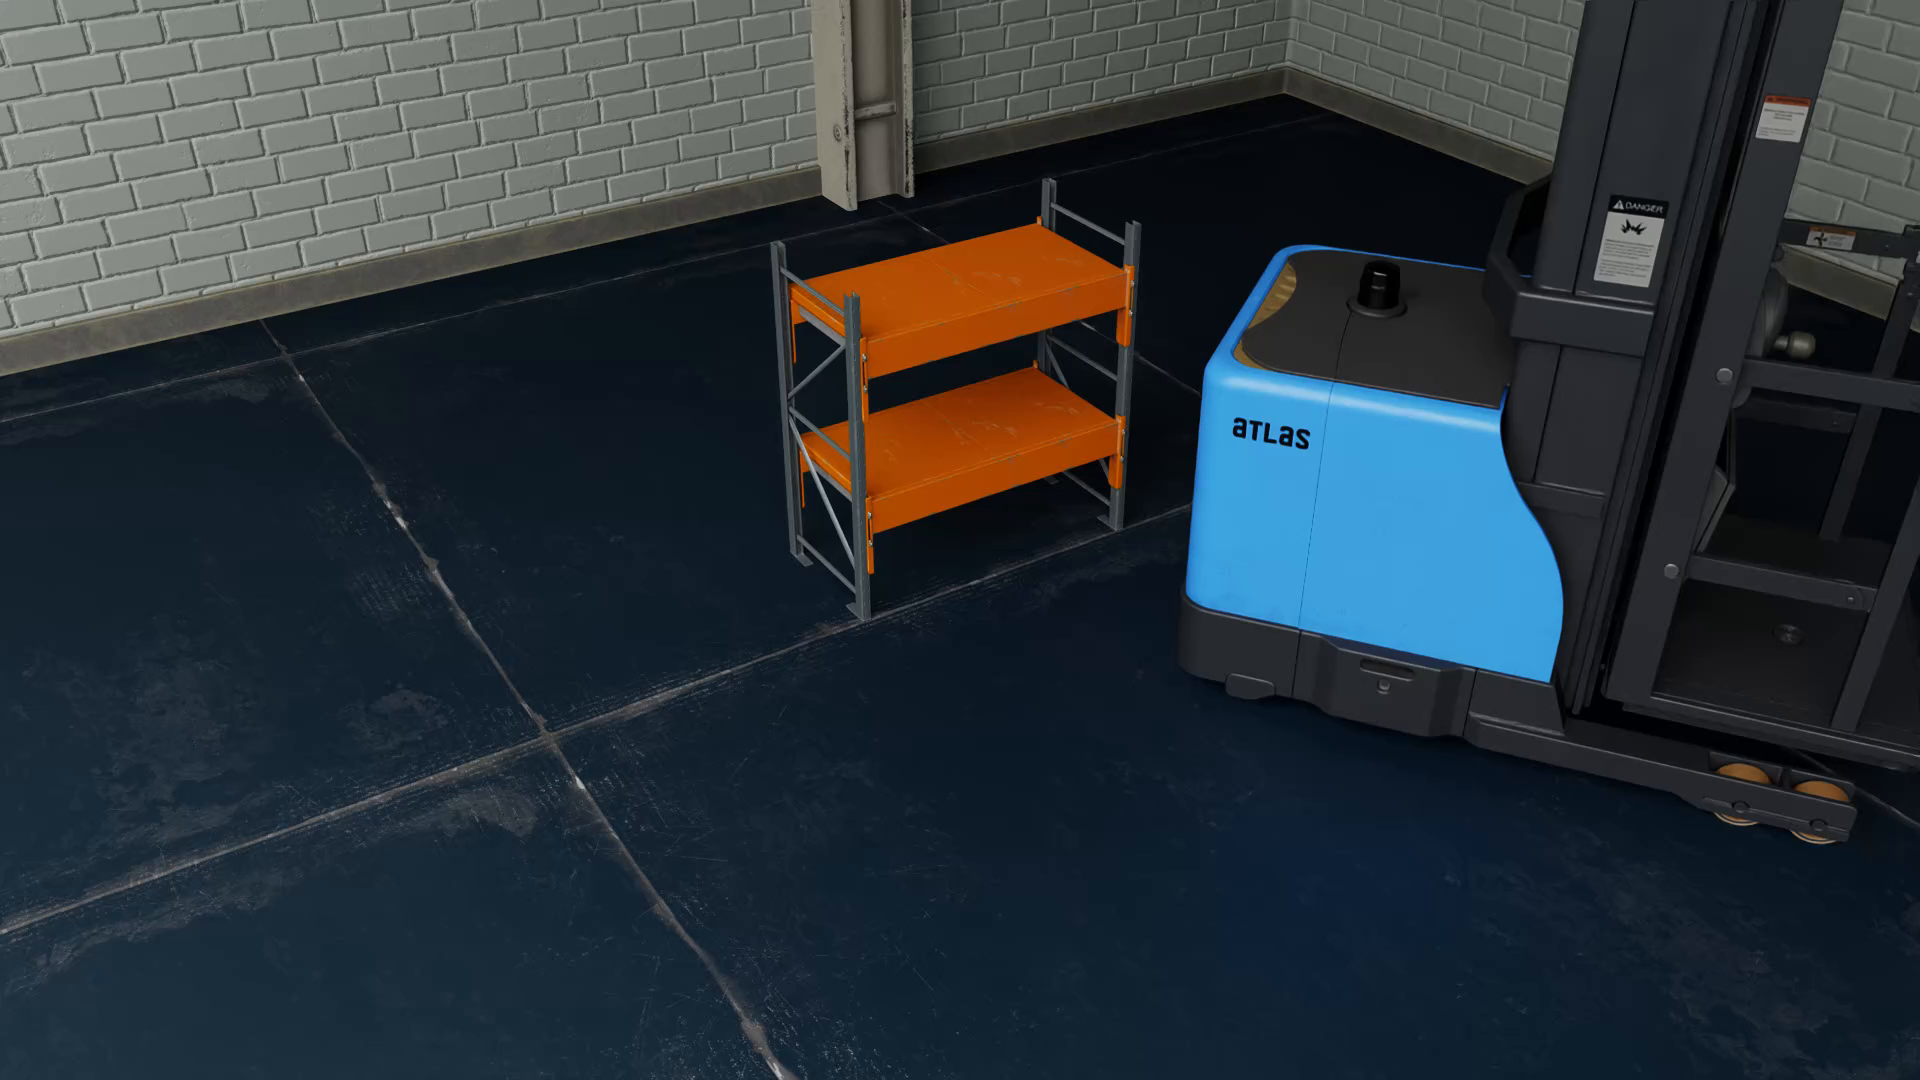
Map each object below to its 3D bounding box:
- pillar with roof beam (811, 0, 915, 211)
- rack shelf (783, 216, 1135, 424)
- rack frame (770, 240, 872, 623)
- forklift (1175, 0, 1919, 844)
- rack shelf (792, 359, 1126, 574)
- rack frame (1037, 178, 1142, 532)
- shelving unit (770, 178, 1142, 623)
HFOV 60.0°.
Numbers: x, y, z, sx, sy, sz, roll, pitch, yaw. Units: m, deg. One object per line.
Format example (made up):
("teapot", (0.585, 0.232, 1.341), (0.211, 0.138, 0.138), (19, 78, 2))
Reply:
("pillar with roof beam", (1.854, -3.658, 3.114), (0.400, 9.000, 9.100), (-19, 37, -27))
("rack shelf", (-0.006, -0.721, 5.291), (1.000, 0.278, 0.538), (-19, 37, -27))
("rack frame", (-0.433, -0.327, 5.214), (0.032, 1.125, 0.500), (-19, 37, -27))
("forklift", (2.222, -0.748, 4.188), (3.031, 2.935, 1.130), (12, 34, 18))
("rack shelf", (-0.006, -0.267, 5.577), (1.000, 0.278, 0.538), (-19, 37, -27))
("rack frame", (0.422, -0.621, 5.680), (0.032, 1.125, 0.500), (-19, 37, -27))
("shelving unit", (-0.006, -0.474, 5.447), (1.048, 1.125, 0.538), (-19, 37, -27))
